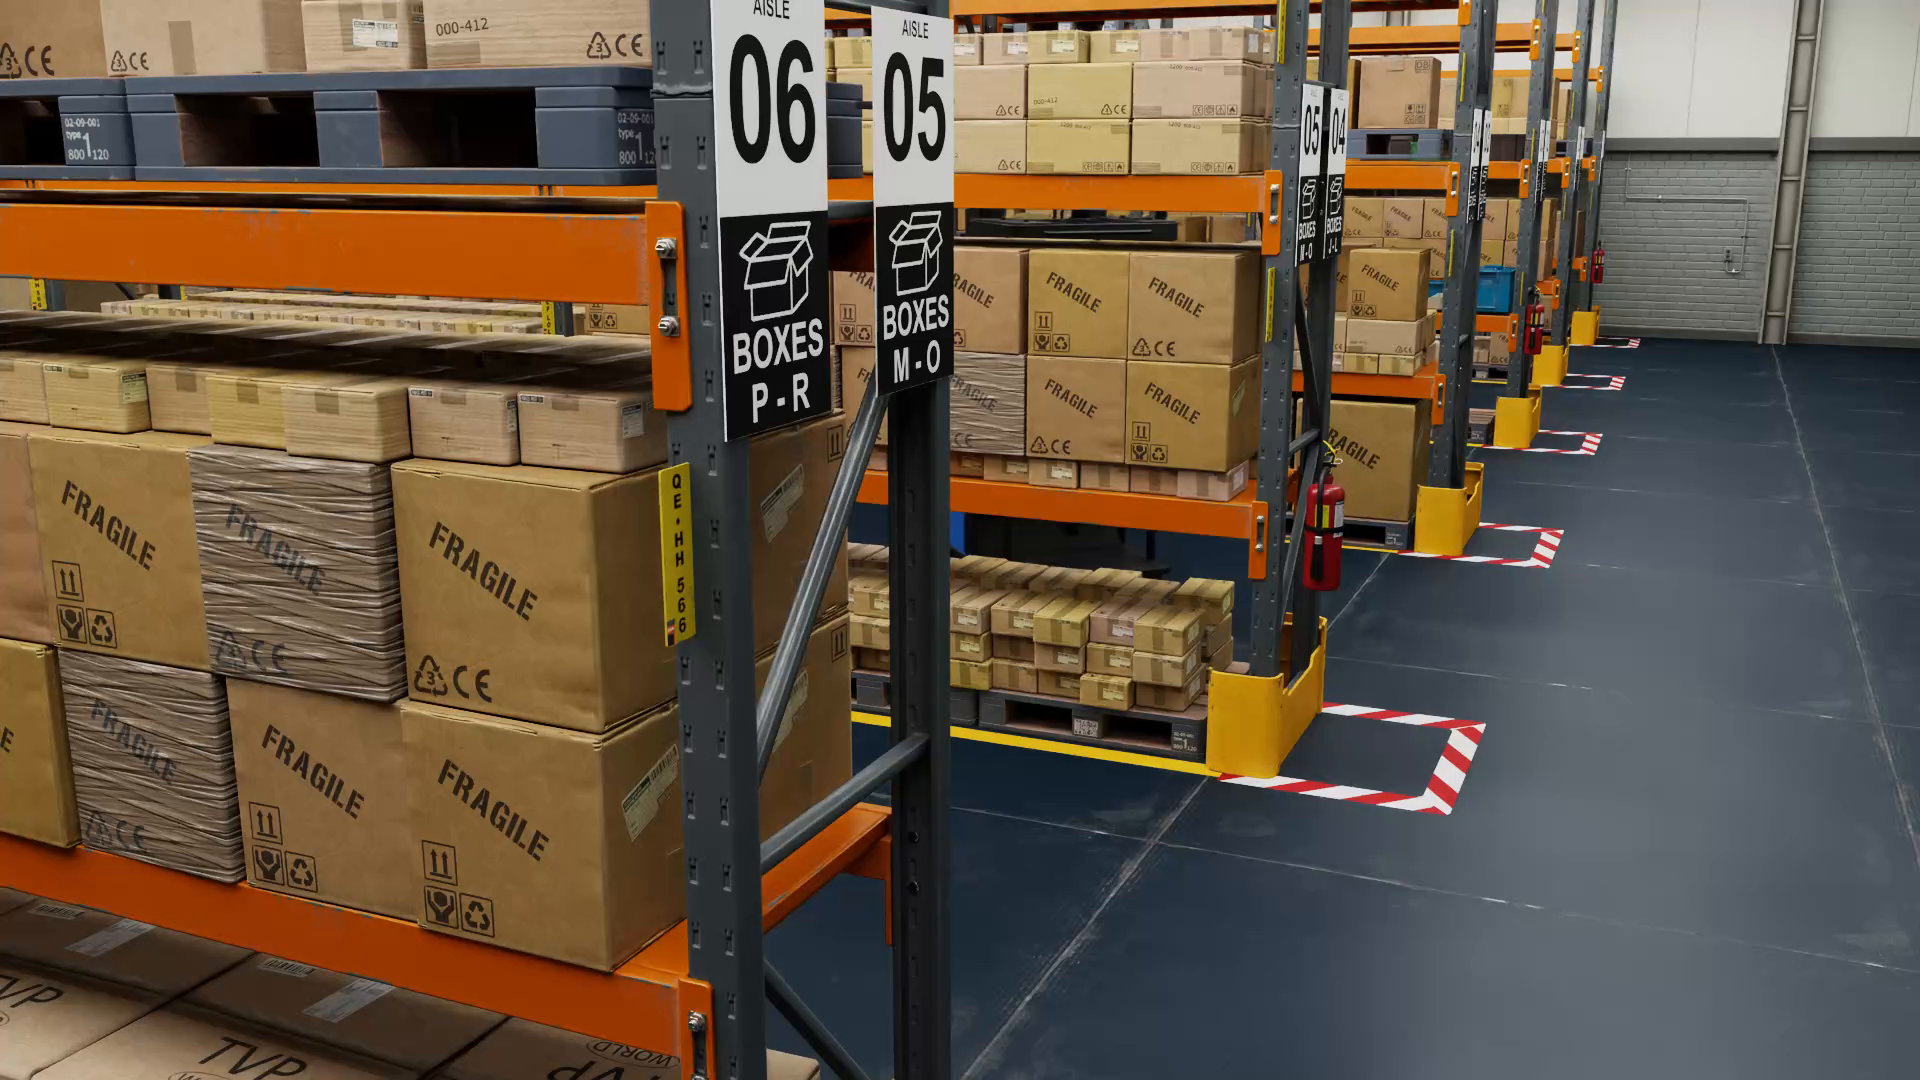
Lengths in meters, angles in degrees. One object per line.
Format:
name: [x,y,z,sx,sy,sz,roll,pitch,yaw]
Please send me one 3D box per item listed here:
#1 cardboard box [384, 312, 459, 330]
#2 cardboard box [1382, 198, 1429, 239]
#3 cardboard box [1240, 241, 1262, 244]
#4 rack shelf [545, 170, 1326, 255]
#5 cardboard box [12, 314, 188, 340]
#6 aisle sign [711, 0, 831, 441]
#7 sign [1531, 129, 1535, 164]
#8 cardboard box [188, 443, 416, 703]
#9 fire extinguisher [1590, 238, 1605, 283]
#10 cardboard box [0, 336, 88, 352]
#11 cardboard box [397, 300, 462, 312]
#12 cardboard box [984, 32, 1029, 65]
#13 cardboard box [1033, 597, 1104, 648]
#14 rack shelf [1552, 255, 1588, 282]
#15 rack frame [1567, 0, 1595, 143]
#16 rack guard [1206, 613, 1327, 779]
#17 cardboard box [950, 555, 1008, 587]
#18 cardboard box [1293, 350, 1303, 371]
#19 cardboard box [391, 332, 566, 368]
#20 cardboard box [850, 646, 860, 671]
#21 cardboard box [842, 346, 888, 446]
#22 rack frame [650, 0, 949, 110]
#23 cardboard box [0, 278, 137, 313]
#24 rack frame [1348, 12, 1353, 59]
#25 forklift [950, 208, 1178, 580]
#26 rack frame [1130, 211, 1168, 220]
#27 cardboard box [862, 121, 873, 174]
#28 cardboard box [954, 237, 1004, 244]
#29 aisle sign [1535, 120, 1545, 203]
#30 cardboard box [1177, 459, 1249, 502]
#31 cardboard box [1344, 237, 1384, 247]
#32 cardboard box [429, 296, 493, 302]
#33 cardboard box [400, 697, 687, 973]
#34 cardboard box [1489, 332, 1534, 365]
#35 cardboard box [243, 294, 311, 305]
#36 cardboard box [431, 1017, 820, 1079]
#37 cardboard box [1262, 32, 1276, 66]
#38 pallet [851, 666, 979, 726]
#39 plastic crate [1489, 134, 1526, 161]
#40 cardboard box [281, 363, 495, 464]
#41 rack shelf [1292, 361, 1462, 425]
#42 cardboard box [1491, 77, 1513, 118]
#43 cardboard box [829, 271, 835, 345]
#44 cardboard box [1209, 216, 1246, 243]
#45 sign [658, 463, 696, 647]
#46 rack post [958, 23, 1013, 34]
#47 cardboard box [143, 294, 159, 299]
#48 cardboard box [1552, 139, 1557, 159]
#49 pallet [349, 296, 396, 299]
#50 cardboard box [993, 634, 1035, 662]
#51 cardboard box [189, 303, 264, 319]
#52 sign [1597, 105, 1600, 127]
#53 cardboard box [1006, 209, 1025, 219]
cardboard box: [-3.191,-1.261,9.892,0.250,0.149,0.380,6,14,23]
cardboard box: [5.825,-4.205,21.703,0.500,0.500,0.500,6,15,25]
cardboard box: [2.472,-2.107,13.203,0.500,0.500,0.500,5,14,22]
rack shelf: [-0.195,-1.745,8.633,4.000,0.370,1.077,6,14,23]
cardboard box: [-2.382,-0.534,4.638,0.250,0.149,0.380,5,14,22]
aisle sign: [-0.339,-0.601,3.058,0.004,0.787,0.394,6,14,23]
sign: [5.533,-3.804,16.062,0.005,0.325,0.100,6,14,23]
cardboard box: [-1.306,0.021,3.692,0.500,0.500,0.500,6,14,23]
fire extinguisher: [9.705,-4.251,25.289,0.183,0.674,0.296,6,14,23]
cardboard box: [-2.368,-0.400,4.064,0.250,0.149,0.380,6,14,23]
cardboard box: [-3.380,-1.444,10.669,0.250,0.149,0.380,6,15,25]
cardboard box: [0.297,-2.349,7.993,0.250,0.149,0.380,5,14,22]
cardboard box: [0.552,0.415,8.437,0.250,0.149,0.380,5,14,22]
rack shelf: [7.925,-4.415,26.578,4.000,0.370,1.077,6,14,23]
rack frame: [7.751,-6.466,20.611,0.127,3.000,1.000,6,14,23]
rack guard: [1.564,0.760,8.421,0.348,0.500,1.175,6,14,23]
cardboard box: [0.081,0.207,9.325,0.250,0.149,0.380,6,14,24]
cardboard box: [2.580,-1.389,12.657,0.250,0.149,0.380,6,15,24]
cardboard box: [-1.199,-0.426,4.178,0.250,0.149,0.380,5,14,21]
cardboard box: [-0.618,0.576,9.055,0.250,0.149,0.380,5,14,22]
cardboard box: [-0.269,-0.773,8.613,0.500,0.500,0.500,7,15,26]
rack frame: [-0.279,-2.327,2.974,0.127,3.000,1.000,6,14,23]
cardboard box: [-6.087,-1.769,11.320,0.500,0.500,0.700,6,14,23]
rack frame: [6.097,-7.871,26.599,0.127,3.000,1.000,6,14,23]
forklift: [0.663,-0.968,10.464,1.130,2.935,3.031,-5,14,-19]
rack frame: [2.084,-2.881,18.466,0.127,3.000,1.000,6,14,23]
cardboard box: [-0.301,-1.963,8.318,0.500,0.250,0.500,6,15,26]
cardboard box: [-0.067,-1.372,8.975,0.500,0.500,0.500,5,14,21]
aisle sign: [5.688,-3.709,16.303,0.004,0.787,0.394,6,14,23]
cardboard box: [1.221,-0.299,8.011,0.250,0.149,0.380,6,14,23]
cardboard box: [5.375,-3.766,22.021,0.500,0.500,0.500,6,14,23]
cardboard box: [-4.640,-2.542,15.884,0.500,0.500,0.700,8,16,32]
cardboard box: [-0.827,0.556,3.602,0.500,0.500,0.500,6,14,24]
cardboard box: [7.154,-2.541,21.527,0.500,0.500,0.500,6,14,23]
cardboard box: [-4.579,-1.564,11.183,0.250,0.149,0.380,6,15,25]
cardboard box: [-0.923,1.596,4.075,0.875,0.438,0.875,5,14,21]
cardboard box: [1.430,-2.352,8.007,0.250,0.149,0.380,6,14,23]
pallet: [-0.276,0.705,9.288,1.213,0.211,1.003,6,14,23]
plastic crate: [5.502,-4.001,16.961,0.590,0.269,0.497,6,14,23]
cardboard box: [-1.200,-0.274,3.528,0.250,0.149,0.380,6,14,23]
rack shelf: [1.906,-1.311,13.351,4.000,0.370,1.077,6,14,23]
cardboard box: [6.852,-5.649,21.289,0.500,0.500,0.700,6,14,23]
cardboard box: [-0.781,-1.310,8.711,0.500,0.500,0.500,6,14,24]
cardboard box: [3.751,-4.259,23.200,0.500,0.500,0.700,1,13,4]
sign: [-0.511,0.027,3.022,0.005,0.325,0.100,6,14,23]
rack post: [0.182,-5.719,18.523,0.954,0.300,0.937,8,15,29]
cardboard box: [-8.255,-2.484,17.323,0.250,0.149,0.380,6,14,23]
cardboard box: [7.384,-5.033,21.400,0.500,0.250,0.500,6,14,23]
pallet: [-5.406,-2.298,16.401,1.213,0.211,1.003,6,14,23]
cardboard box: [0.356,0.506,8.704,0.250,0.149,0.380,6,14,23]
cardboard box: [-4.626,-1.406,10.509,0.250,0.149,0.380,5,14,21]
sign: [9.521,-6.321,24.795,0.005,0.325,0.100,6,14,23]
cardboard box: [0.858,-5.735,29.448,0.500,0.500,0.700,6,14,23]
